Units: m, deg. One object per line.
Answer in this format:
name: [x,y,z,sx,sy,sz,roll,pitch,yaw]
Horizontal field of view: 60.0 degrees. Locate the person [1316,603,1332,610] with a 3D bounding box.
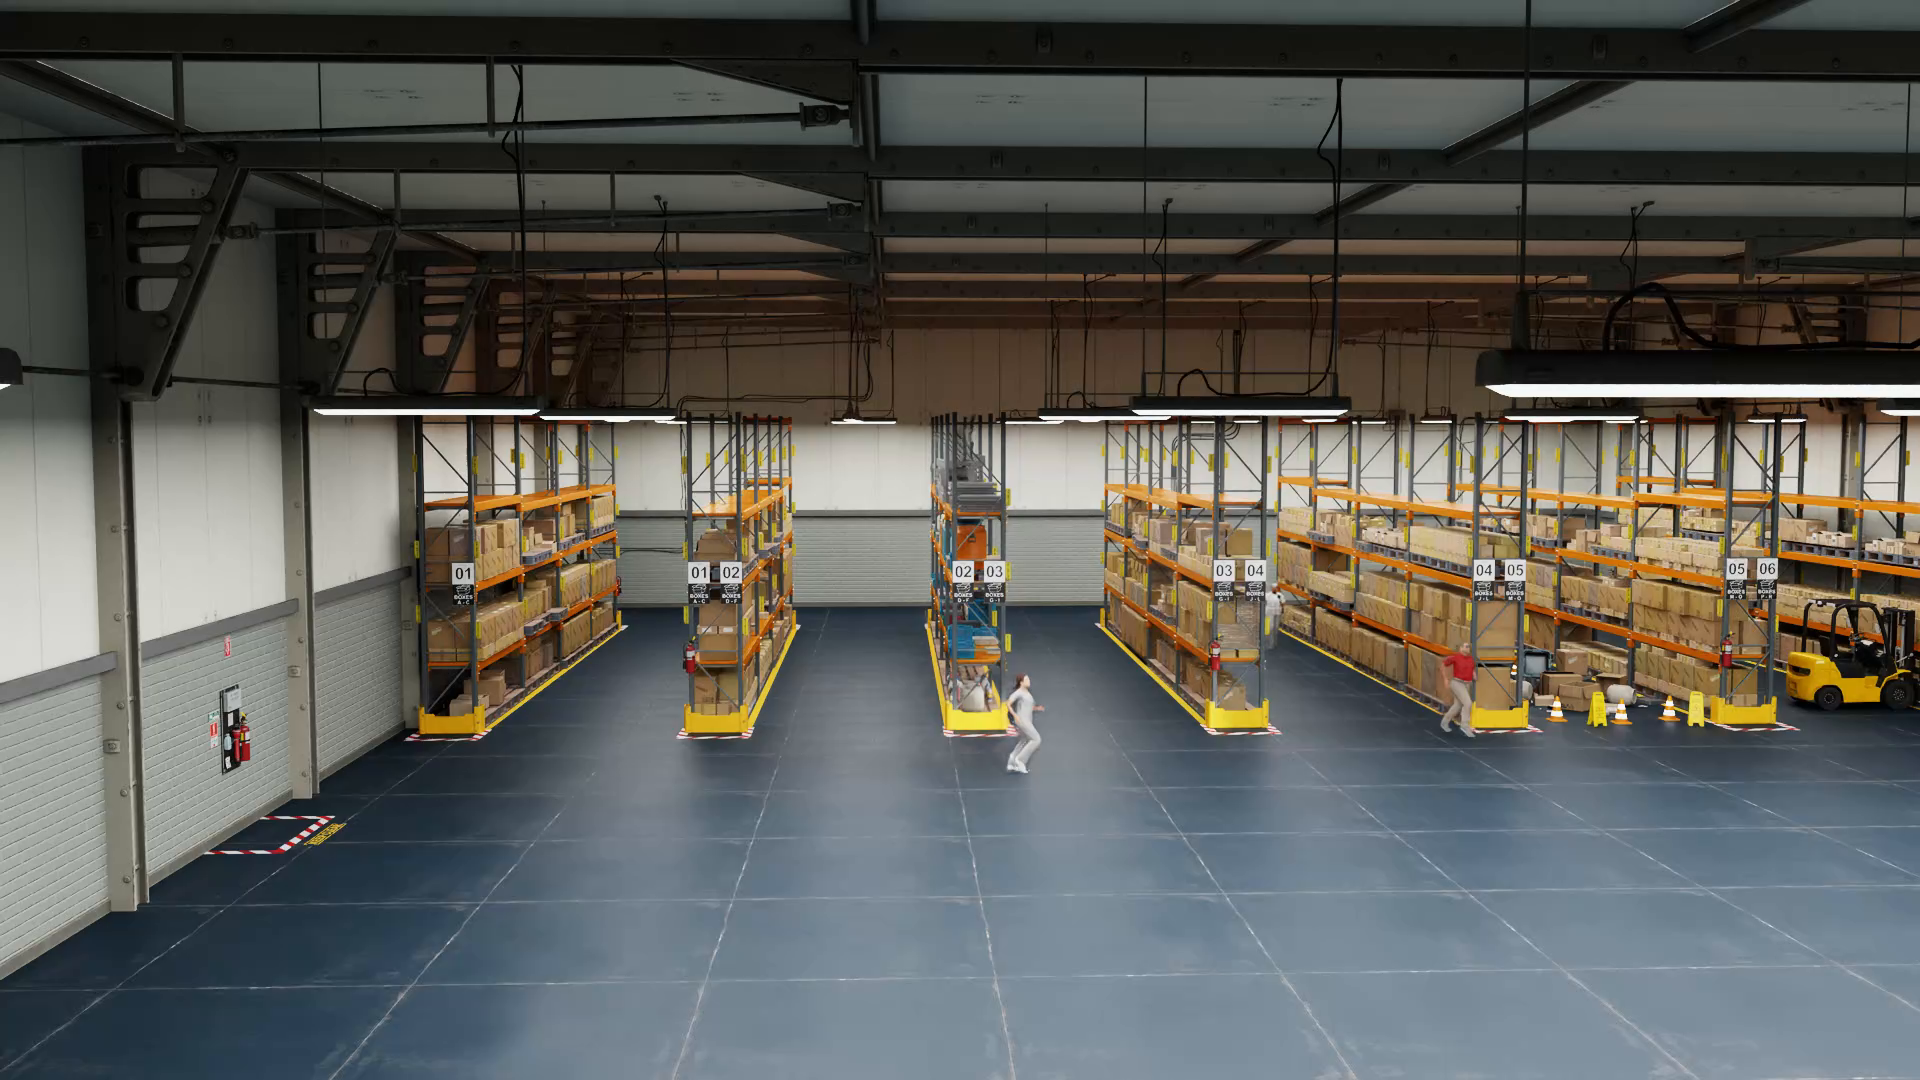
person: [10.778,1.597,48.930,0.735,1.647,0.522,-1,4,-10]

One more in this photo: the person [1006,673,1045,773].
person: [1.080,3.015,27.426,0.649,1.640,0.537,1,4,17]

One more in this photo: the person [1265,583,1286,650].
person: [8.130,1.969,43.031,0.584,1.715,0.727,0,4,-3]

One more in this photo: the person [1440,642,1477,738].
person: [9.367,2.763,30.977,0.654,1.728,0.809,-3,5,-38]
